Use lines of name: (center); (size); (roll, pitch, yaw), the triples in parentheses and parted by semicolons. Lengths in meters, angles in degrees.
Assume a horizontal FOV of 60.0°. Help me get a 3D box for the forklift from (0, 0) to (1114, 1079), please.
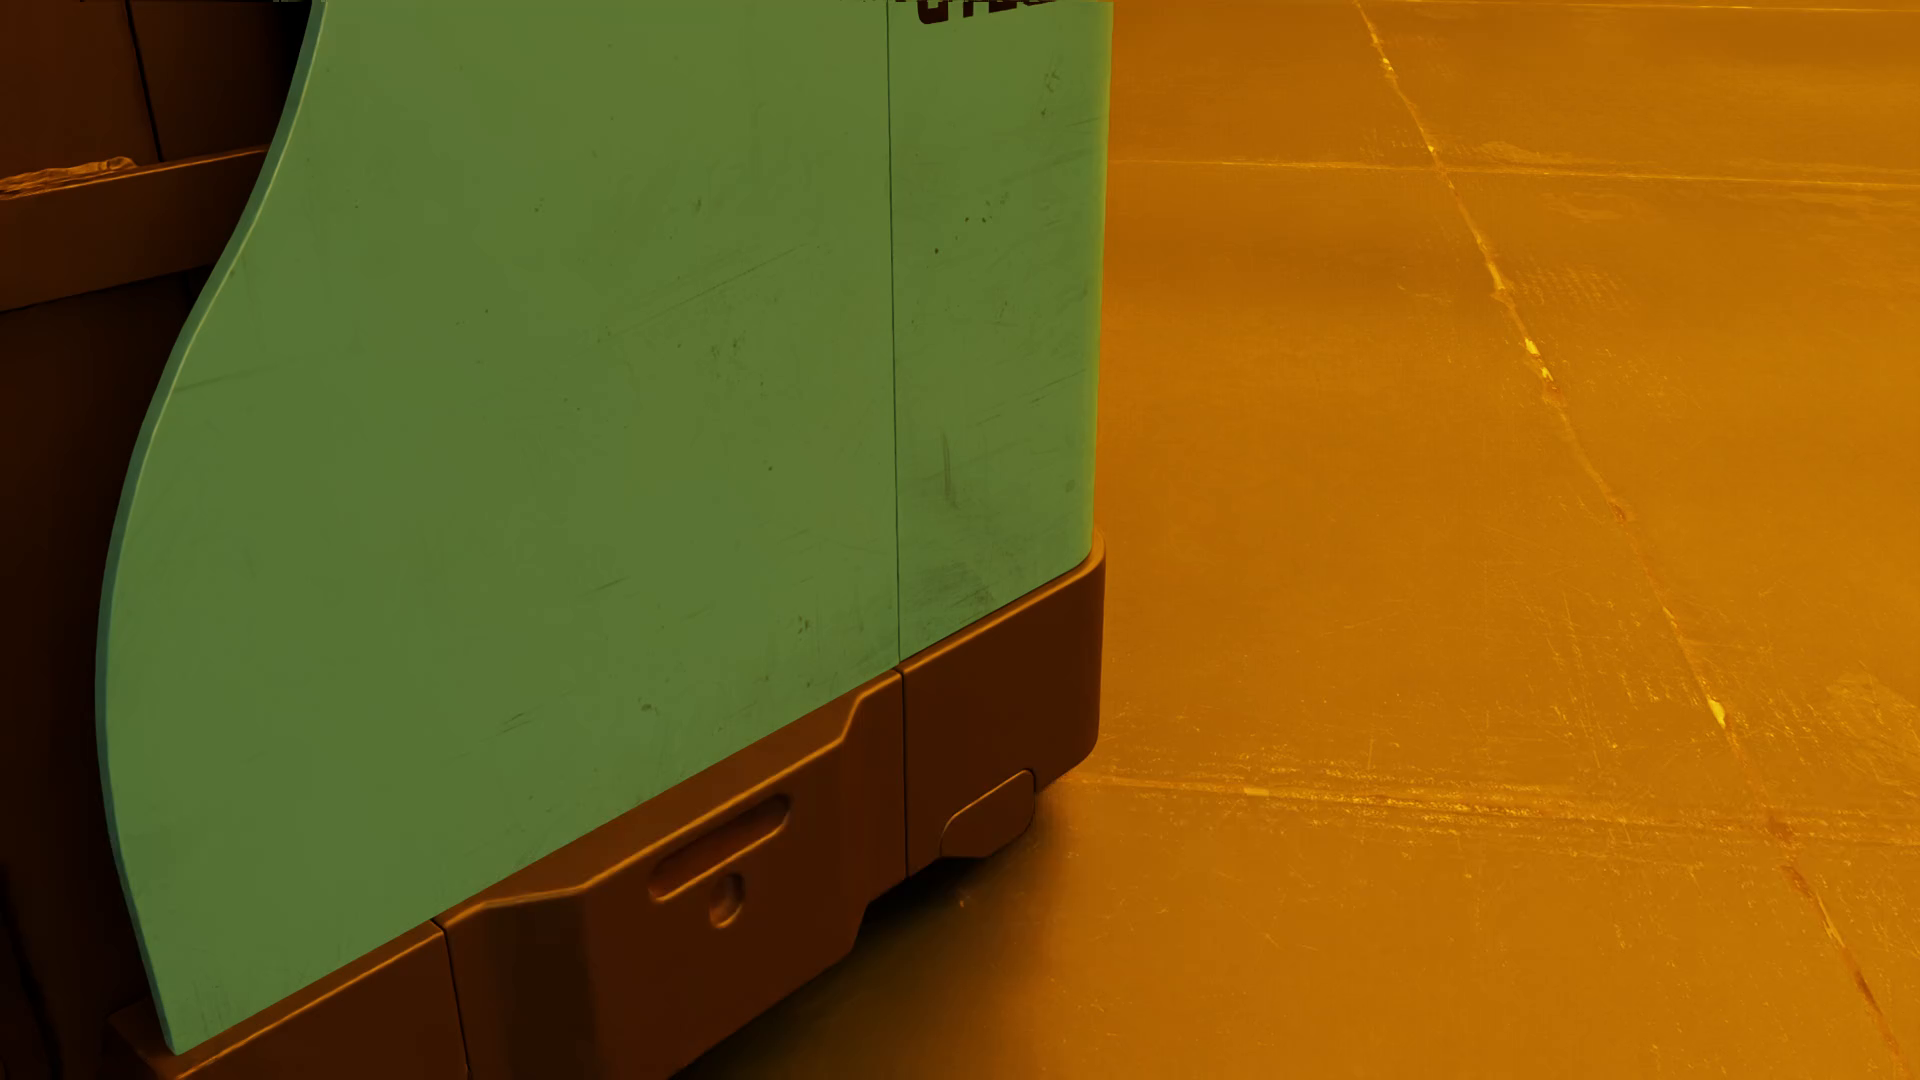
forklift: (-1.206, -0.691, 0.602); (1.130, 2.935, 3.031); (22, 34, 37)
